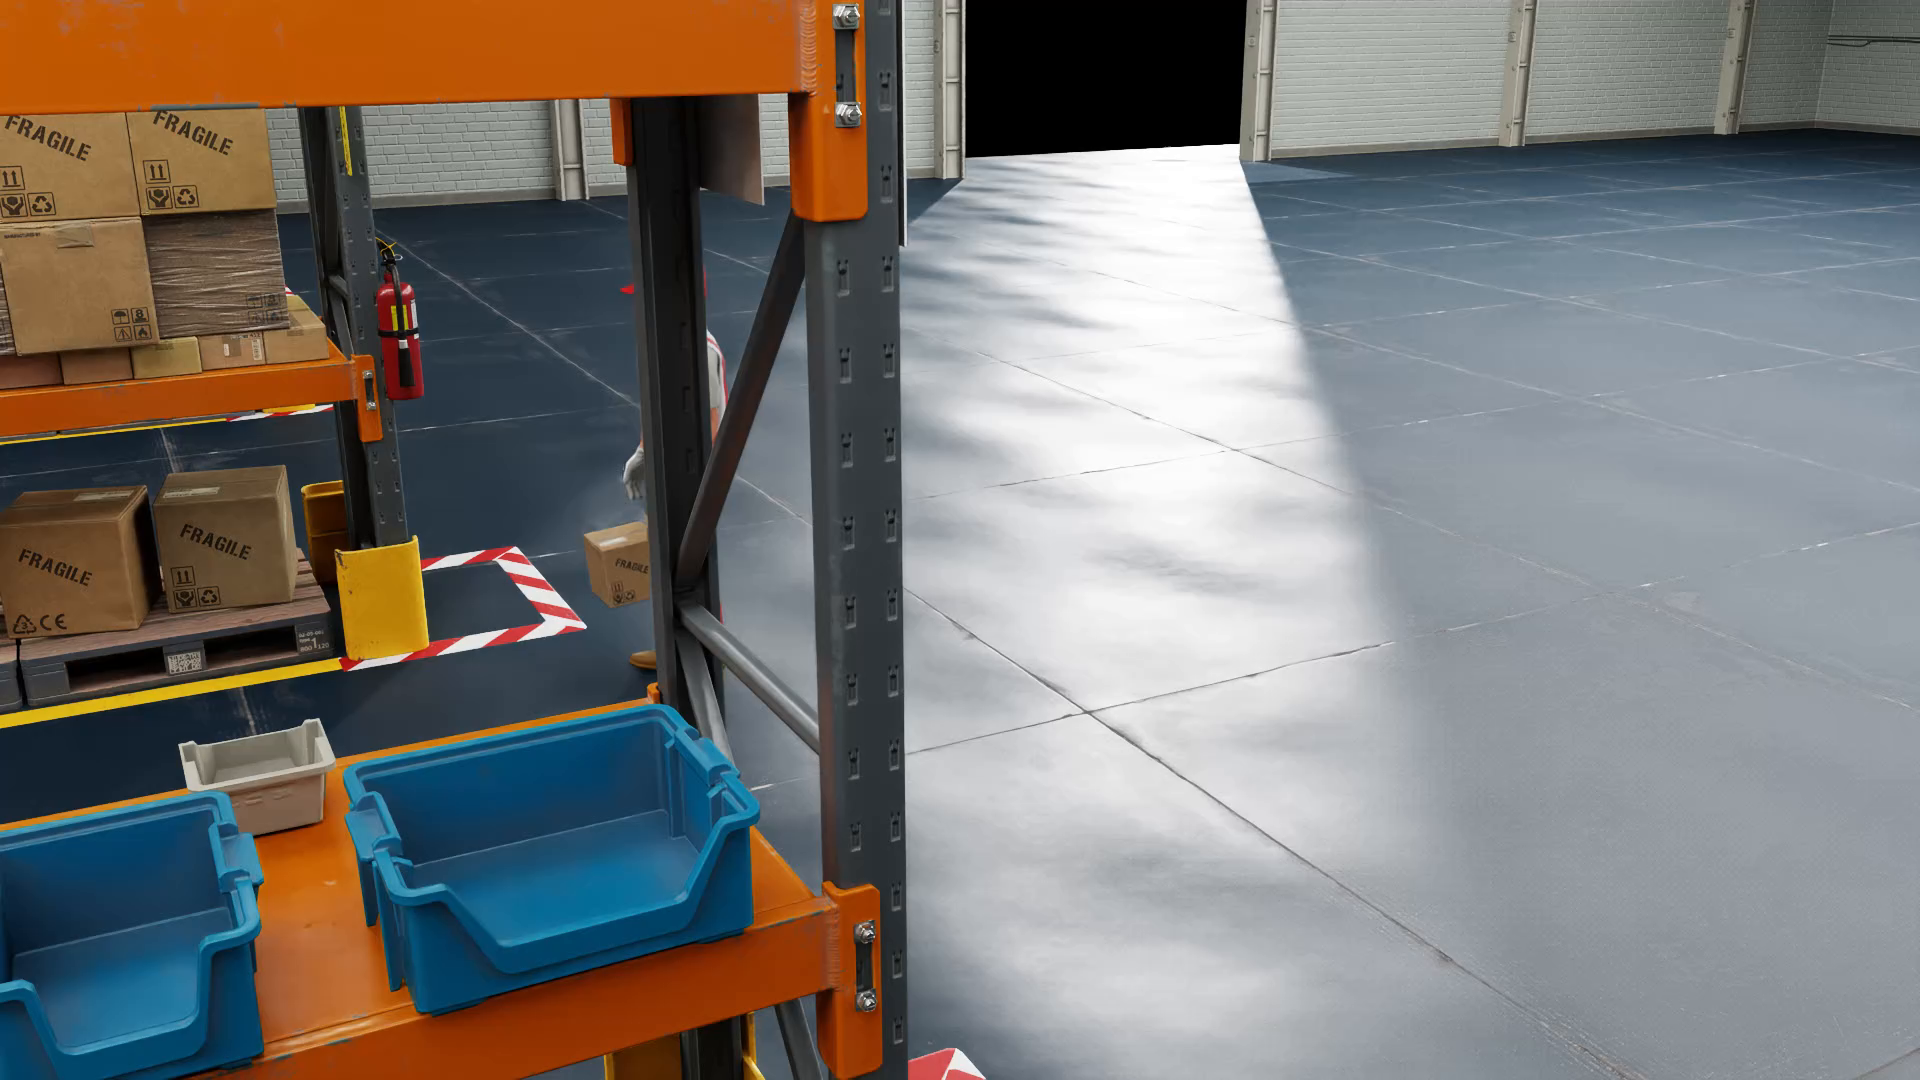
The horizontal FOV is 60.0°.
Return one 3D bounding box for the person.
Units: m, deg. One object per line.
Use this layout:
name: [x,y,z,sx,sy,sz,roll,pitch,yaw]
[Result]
person: [-1.145,-0.260,6.810,0.411,1.786,0.550,-10,21,-28]
